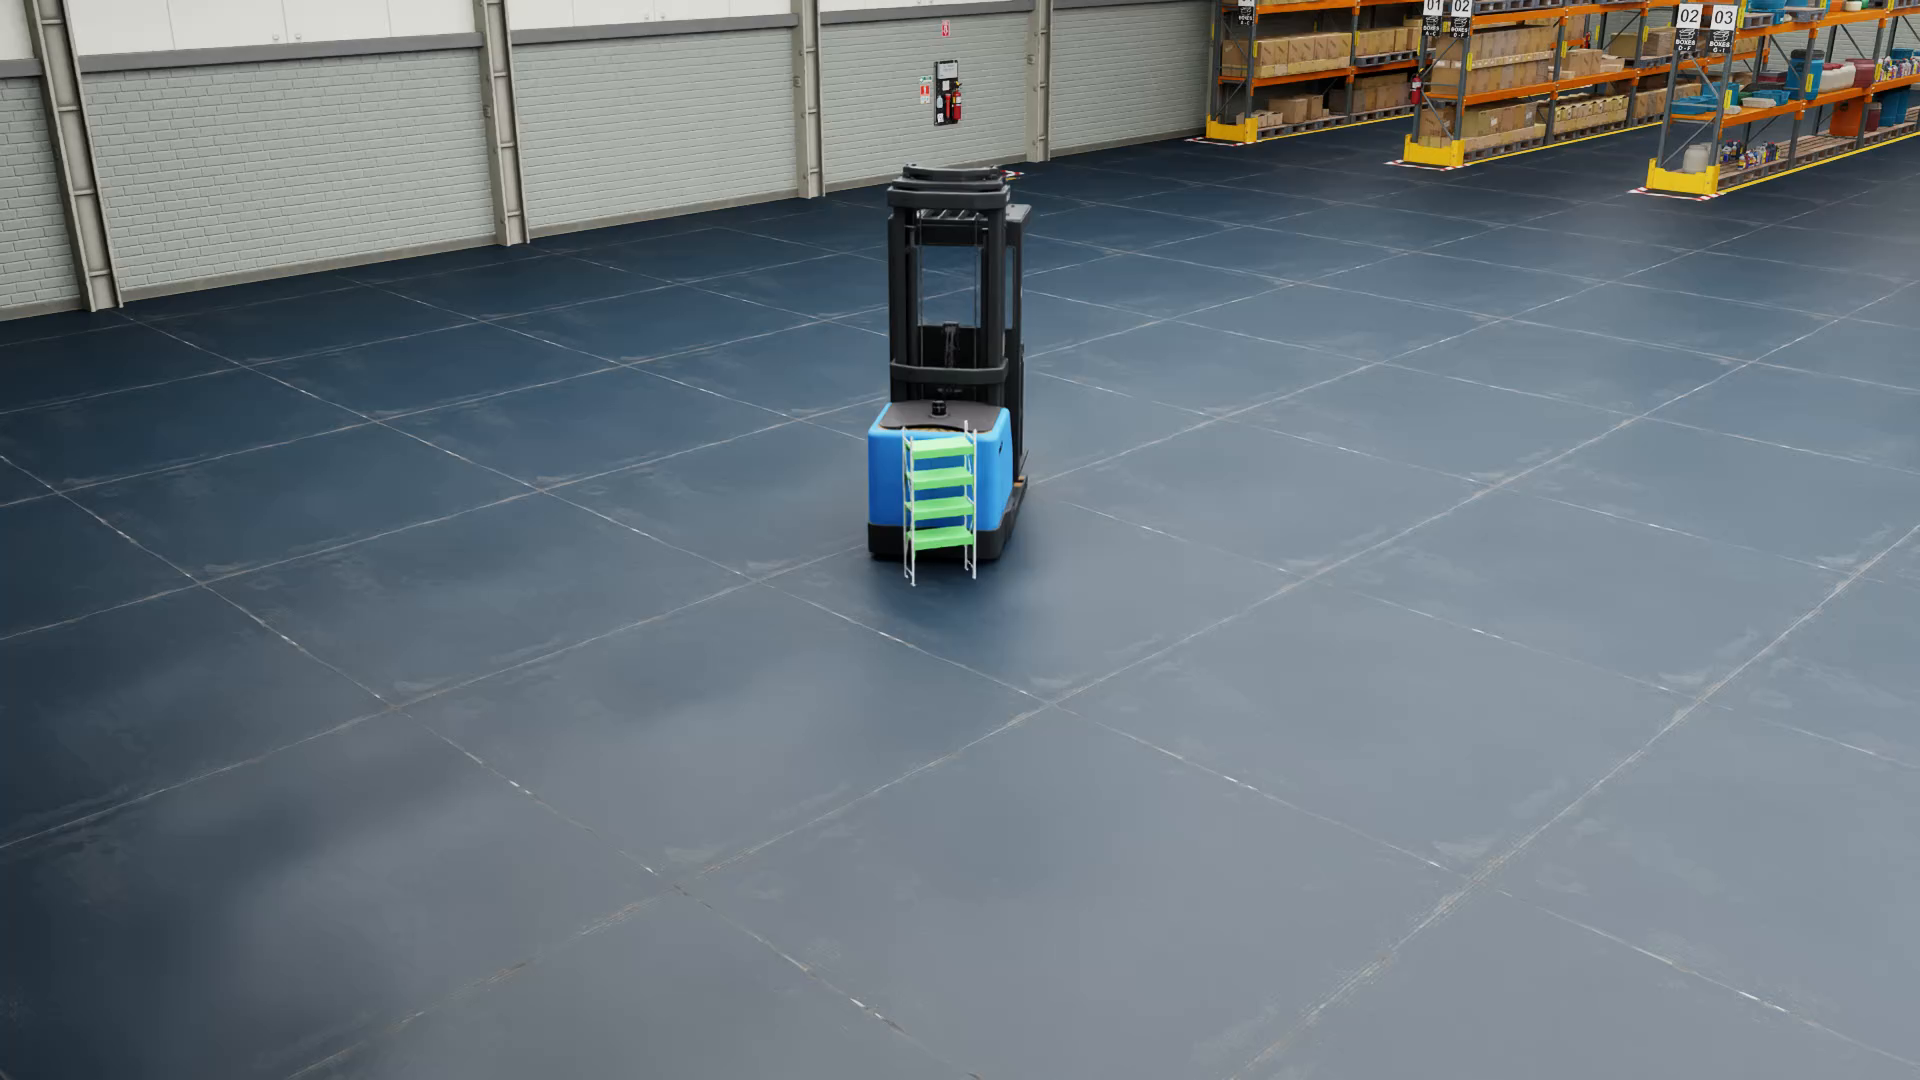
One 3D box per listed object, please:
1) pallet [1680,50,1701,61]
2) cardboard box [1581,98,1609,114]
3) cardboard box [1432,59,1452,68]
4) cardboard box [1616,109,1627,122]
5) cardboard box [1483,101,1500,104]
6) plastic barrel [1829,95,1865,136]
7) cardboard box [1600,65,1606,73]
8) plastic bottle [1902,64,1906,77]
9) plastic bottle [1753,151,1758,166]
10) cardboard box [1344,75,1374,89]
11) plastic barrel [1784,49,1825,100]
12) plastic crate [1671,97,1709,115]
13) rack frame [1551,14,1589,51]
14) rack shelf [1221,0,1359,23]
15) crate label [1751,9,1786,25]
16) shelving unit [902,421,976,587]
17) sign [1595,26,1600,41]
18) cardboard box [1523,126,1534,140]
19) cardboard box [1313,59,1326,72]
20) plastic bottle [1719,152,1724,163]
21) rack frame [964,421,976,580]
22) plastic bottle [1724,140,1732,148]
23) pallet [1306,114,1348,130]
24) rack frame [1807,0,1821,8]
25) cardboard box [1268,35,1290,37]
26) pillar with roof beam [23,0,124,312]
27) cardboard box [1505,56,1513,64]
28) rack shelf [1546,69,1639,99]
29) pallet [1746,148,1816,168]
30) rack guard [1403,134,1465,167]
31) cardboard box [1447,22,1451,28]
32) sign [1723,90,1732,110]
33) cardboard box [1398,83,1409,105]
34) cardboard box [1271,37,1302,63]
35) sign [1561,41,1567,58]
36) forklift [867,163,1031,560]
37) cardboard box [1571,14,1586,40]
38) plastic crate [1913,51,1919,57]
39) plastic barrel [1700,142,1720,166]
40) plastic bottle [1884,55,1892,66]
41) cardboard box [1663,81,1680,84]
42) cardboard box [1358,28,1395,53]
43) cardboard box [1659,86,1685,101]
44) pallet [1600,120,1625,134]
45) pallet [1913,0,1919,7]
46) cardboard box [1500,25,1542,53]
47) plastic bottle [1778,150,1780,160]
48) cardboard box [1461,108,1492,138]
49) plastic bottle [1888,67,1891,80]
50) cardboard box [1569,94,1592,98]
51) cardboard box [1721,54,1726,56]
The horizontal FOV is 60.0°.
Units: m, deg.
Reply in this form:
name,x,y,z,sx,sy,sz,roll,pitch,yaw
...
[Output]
name,x,y,z,sx,sy,sz,roll,pitch,yaw
pallet,17.165,-11.735,40.192,1.003,0.211,1.213,19,28,41
cardboard box,14.110,-9.688,37.065,0.500,0.311,0.500,19,28,40
cardboard box,9.560,-9.413,32.841,0.380,0.149,0.250,19,28,40
cardboard box,14.818,-9.691,37.853,0.500,0.250,0.500,-19,28,-41
cardboard box,10.975,-8.911,34.779,0.500,0.500,0.500,19,28,41
plastic barrel,18.886,-9.047,35.370,0.600,0.830,0.708,19,28,41
cardboard box,14.161,-10.515,37.102,0.250,0.149,0.380,-18,27,-38
plastic bottle,20.442,-10.204,36.115,0.152,0.276,0.135,19,28,41
plastic bottle,14.915,-7.163,31.220,0.097,0.271,0.097,0,21,0
cardboard box,9.475,-10.881,39.529,0.500,0.250,0.500,19,28,40
plastic barrel,16.253,-8.963,32.014,0.600,0.901,0.708,19,28,41
plastic crate,13.111,-7.811,29.924,0.499,0.251,0.616,19,28,41
rack frame,17.040,-14.270,46.519,1.000,3.000,0.127,19,28,41
rack shelf,7.273,-11.735,36.747,1.077,0.370,4.000,19,28,41
crate label,14.519,-9.406,29.893,0.502,0.251,0.408,19,28,41
shelving unit,-0.155,-0.271,12.607,0.503,1.200,0.258,-6,22,-16
sign,14.615,-11.611,38.100,0.100,0.325,0.005,19,28,41
cardboard box,11.697,-8.559,34.908,0.500,0.250,0.500,19,28,41
cardboard box,7.862,-10.668,37.329,0.500,0.250,0.500,19,28,40
plastic bottle,14.465,-7.276,31.612,0.097,0.201,0.097,0,21,0
rack frame,0.077,-0.297,12.675,0.015,1.200,0.240,-6,22,-16
plastic bottle,14.775,-7.522,32.043,0.144,0.351,0.185,18,27,38
pallet,8.225,-9.702,38.522,1.003,0.211,1.213,19,28,41
rack frame,15.767,-11.506,30.967,1.000,3.000,0.127,19,28,41
cardboard box,7.122,-11.011,37.177,0.500,0.500,0.500,-20,29,-41
pillar with roof beam,-7.912,-6.107,16.920,9.100,9.000,0.400,19,28,41
cardboard box,10.931,-9.709,33.611,0.380,0.149,0.250,20,28,41
rack shelf,13.615,-10.125,36.737,1.077,0.370,4.000,19,28,41
pallet,16.287,-7.615,33.094,1.003,0.211,1.213,19,28,41
rack guard,9.413,-7.745,33.028,1.175,0.500,0.348,19,28,41
cardboard box,11.980,-12.818,41.115,0.500,0.250,0.500,-19,28,-41
sign,13.367,-7.668,28.957,0.100,0.325,0.005,19,28,41
cardboard box,10.551,-10.950,40.754,0.700,0.500,0.500,19,28,41
cardboard box,7.143,-10.749,36.497,0.500,0.500,0.500,18,27,39
sign,12.619,-10.249,34.741,0.100,0.325,0.005,19,28,41
forklift,-0.003,-1.708,13.932,1.130,2.935,3.031,3,21,8
cardboard box,16.691,-14.276,46.118,0.700,0.700,0.980,-19,28,-40
plastic crate,22.602,-11.343,39.056,0.416,0.233,0.300,19,28,41
plastic barrel,13.730,-7.029,30.564,0.421,0.512,0.421,0,21,0
plastic bottle,20.842,-10.719,37.351,0.144,0.351,0.185,19,28,41
cardboard box,17.289,-10.978,40.826,0.500,0.500,0.500,18,27,38
cardboard box,9.880,-11.878,39.545,0.500,0.500,0.700,-16,26,-35
cardboard box,16.961,-10.589,39.814,0.500,0.500,0.500,20,29,41
pallet,14.408,-9.471,37.921,1.003,0.211,1.213,19,28,41
pallet,20.082,-11.556,35.541,1.003,0.211,1.213,19,28,41
cardboard box,11.564,-10.353,34.381,0.700,0.500,0.500,19,28,41
plastic bottle,15.737,-7.433,32.020,0.097,0.201,0.097,0,21,0
cardboard box,10.311,-8.392,33.429,0.500,0.500,0.500,19,28,41
plastic bottle,19.768,-9.939,35.433,0.097,0.271,0.097,0,21,0
cardboard box,14.074,-9.950,37.748,0.500,0.311,0.500,18,28,39
cardboard box,18.707,-12.245,41.111,0.500,0.500,0.500,-20,28,-41
